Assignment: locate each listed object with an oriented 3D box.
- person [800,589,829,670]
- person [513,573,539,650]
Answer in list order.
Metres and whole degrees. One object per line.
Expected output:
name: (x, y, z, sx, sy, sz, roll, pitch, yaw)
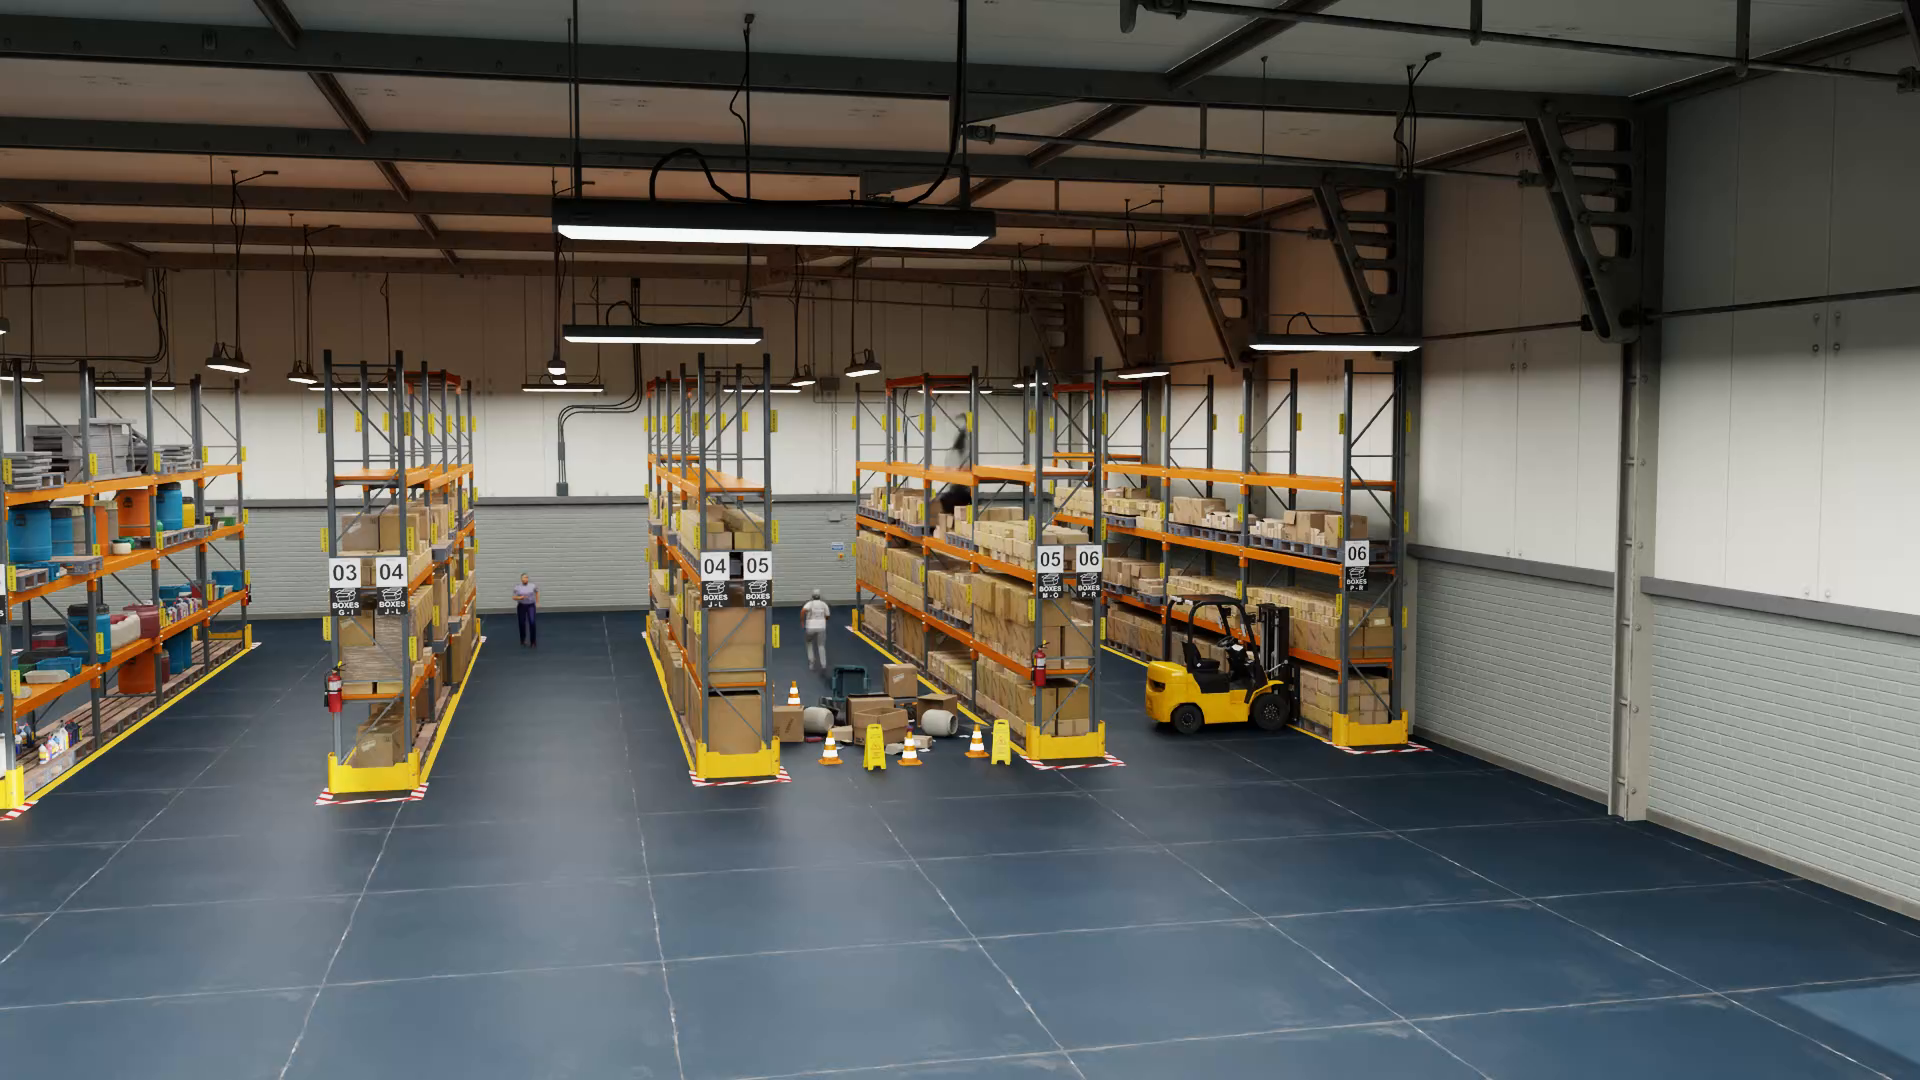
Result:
person: (-2.941, 1.841, 33.653, 0.612, 1.705, 0.869, -1, 4, -10)
person: (-9.707, 1.585, 37.239, 0.587, 1.696, 0.821, -1, 4, -17)
